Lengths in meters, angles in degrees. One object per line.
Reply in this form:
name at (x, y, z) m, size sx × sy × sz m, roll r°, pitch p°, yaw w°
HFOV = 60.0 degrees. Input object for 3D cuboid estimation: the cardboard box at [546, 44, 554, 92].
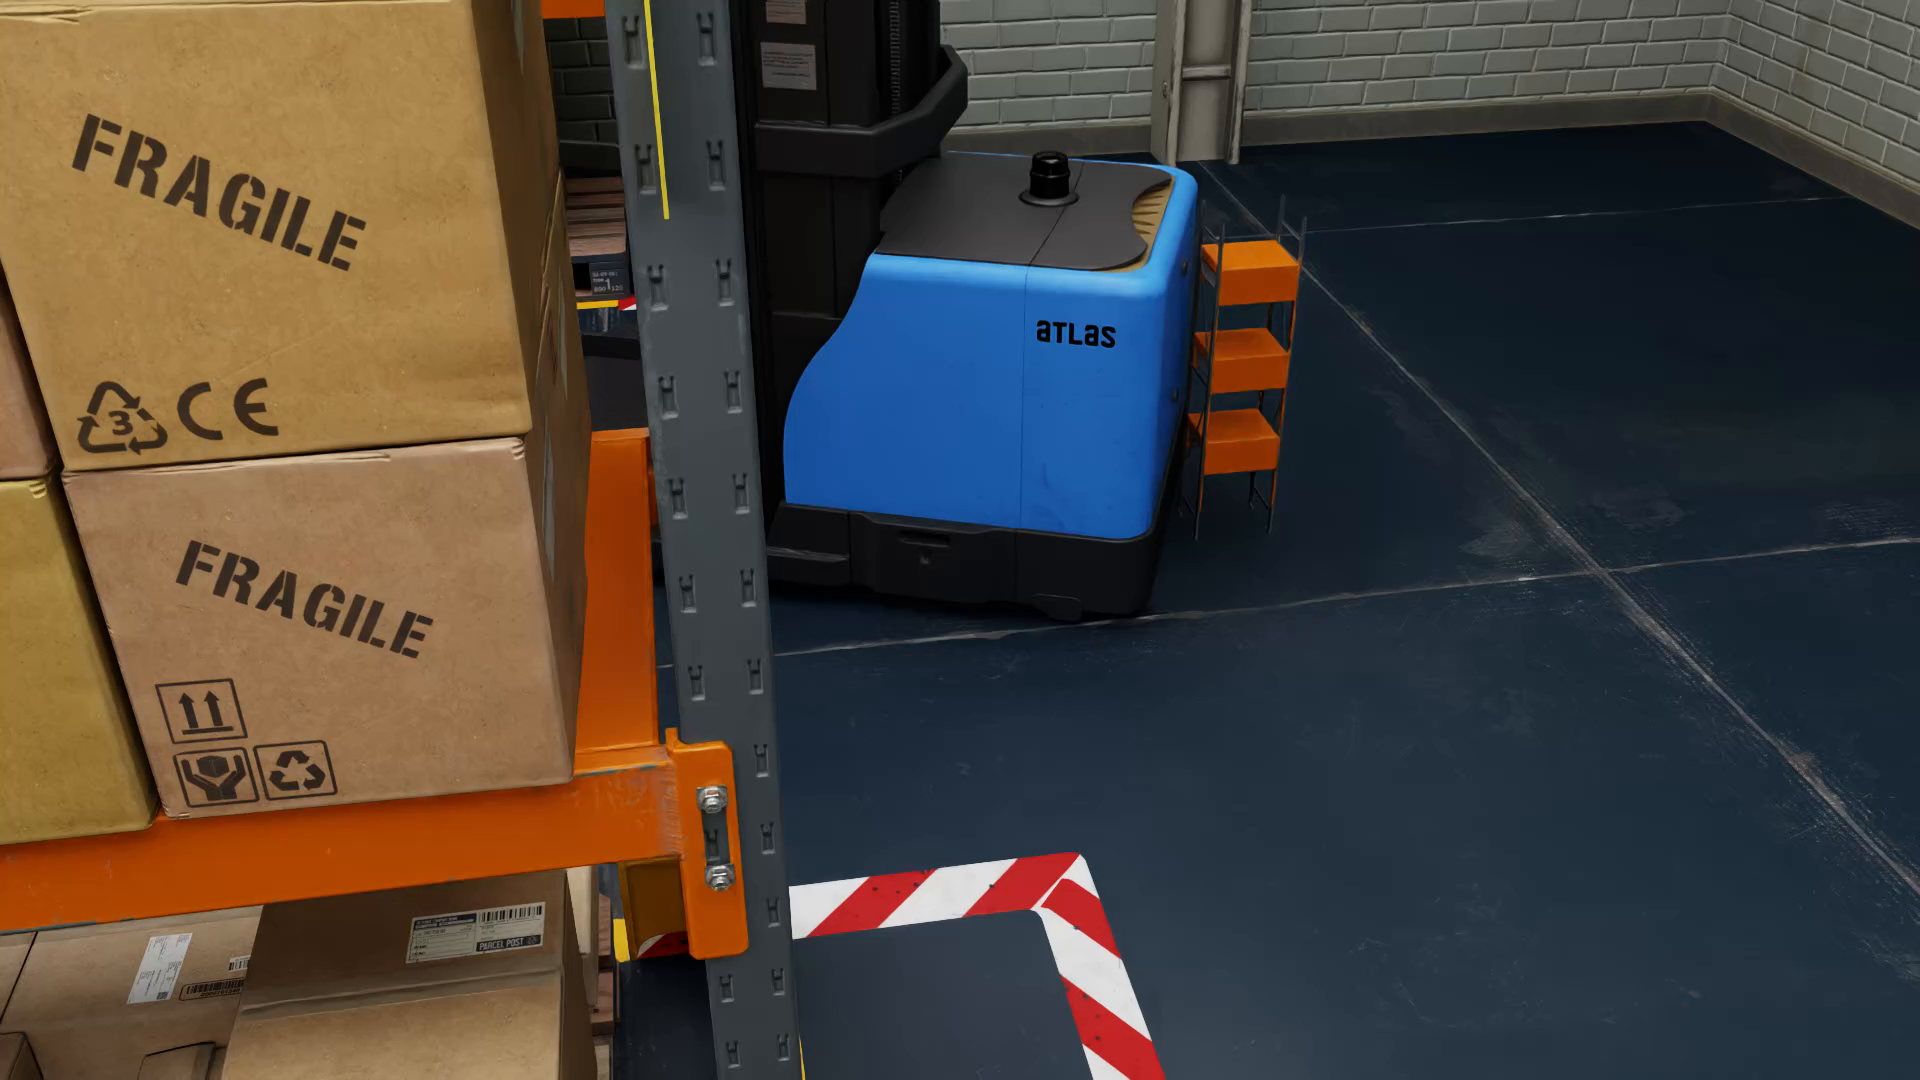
cardboard box at (-1.871, -1.987, 7.082) m, size 0.250 × 0.149 × 0.380 m, roll -5°, pitch 31°, yaw -9°

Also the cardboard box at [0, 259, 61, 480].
cardboard box at (-1.277, -0.387, 1.864) m, size 0.500 × 0.500 × 0.500 m, roll -4°, pitch 31°, yaw -8°

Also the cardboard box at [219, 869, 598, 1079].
cardboard box at (-0.882, 0.923, 2.753) m, size 0.500 × 0.500 × 0.500 m, roll -5°, pitch 31°, yaw -9°

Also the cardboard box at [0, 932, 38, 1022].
cardboard box at (-1.961, 0.858, 3.110) m, size 0.500 × 0.250 × 0.500 m, roll -5°, pitch 31°, yaw -9°

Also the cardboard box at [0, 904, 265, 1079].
cardboard box at (-1.469, 0.812, 3.188) m, size 0.500 × 0.250 × 0.500 m, roll -5°, pitch 31°, yaw -9°

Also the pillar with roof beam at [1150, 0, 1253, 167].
pillar with roof beam at (1.988, -3.724, 2.705) m, size 0.400 × 9.000 × 9.100 m, roll -5°, pitch 31°, yaw -9°

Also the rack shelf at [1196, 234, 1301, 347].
rack shelf at (0.848, -0.741, 4.932) m, size 0.240 × 0.259 × 0.215 m, roll -5°, pitch 32°, yaw -9°

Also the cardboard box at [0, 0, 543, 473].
cardboard box at (-0.780, -0.433, 1.943) m, size 0.500 × 0.500 × 0.500 m, roll -6°, pitch 31°, yaw -9°

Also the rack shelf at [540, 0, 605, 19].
rack shelf at (-3.255, -2.114, 6.595) m, size 4.000 × 0.370 × 1.077 m, roll -5°, pitch 31°, yaw -9°

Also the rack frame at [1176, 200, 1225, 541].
rack frame at (0.727, -0.496, 5.055) m, size 0.008 × 1.050 × 0.200 m, roll -5°, pitch 32°, yaw -9°

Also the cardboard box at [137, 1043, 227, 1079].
cardboard box at (-1.297, 1.059, 2.851) m, size 0.250 × 0.166 × 0.380 m, roll -5°, pitch 31°, yaw -9°

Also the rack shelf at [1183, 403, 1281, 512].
rack shelf at (0.847, -0.261, 5.223) m, size 0.240 × 0.259 × 0.215 m, roll -5°, pitch 32°, yaw -9°

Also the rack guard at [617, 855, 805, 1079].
rack guard at (-0.466, 0.947, 3.146) m, size 0.348 × 0.500 × 1.175 m, roll -5°, pitch 31°, yaw -9°

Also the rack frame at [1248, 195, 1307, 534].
rack frame at (0.967, -0.518, 5.092) m, size 0.008 × 1.050 × 0.200 m, roll -5°, pitch 32°, yaw -9°

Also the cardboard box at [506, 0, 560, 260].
cardboard box at (-0.876, -0.702, 2.400) m, size 0.500 × 0.500 × 0.500 m, roll -4°, pitch 31°, yaw -7°

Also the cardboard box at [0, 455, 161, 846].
cardboard box at (-1.293, 0.045, 2.115) m, size 0.500 × 0.500 × 0.500 m, roll -5°, pitch 31°, yaw -8°

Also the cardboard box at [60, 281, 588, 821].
cardboard box at (-0.783, -0.004, 2.198) m, size 0.500 × 0.500 × 0.500 m, roll -4°, pitch 31°, yaw -7°

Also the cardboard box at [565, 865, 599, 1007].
cardboard box at (-0.865, 0.769, 3.361) m, size 0.250 × 0.149 × 0.380 m, roll -5°, pitch 31°, yaw -9°

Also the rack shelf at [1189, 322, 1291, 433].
rack shelf at (0.847, -0.498, 5.079) m, size 0.240 × 0.259 × 0.215 m, roll -5°, pitch 32°, yaw -9°

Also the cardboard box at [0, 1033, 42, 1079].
cardboard box at (-1.822, 1.103, 2.694) m, size 0.500 × 0.250 × 0.500 m, roll -5°, pitch 31°, yaw -9°

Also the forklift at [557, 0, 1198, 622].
forklift at (-0.836, -1.406, 4.749) m, size 3.031 × 2.935 × 1.130 m, roll 6°, pitch 31°, yaw 11°

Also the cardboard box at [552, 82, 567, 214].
cardboard box at (-1.958, -1.596, 7.057) m, size 0.500 × 0.500 × 0.700 m, roll -5°, pitch 31°, yaw -9°

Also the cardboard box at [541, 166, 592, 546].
cardboard box at (-0.876, -0.271, 2.653) m, size 0.500 × 0.500 × 0.500 m, roll -5°, pitch 31°, yaw -8°

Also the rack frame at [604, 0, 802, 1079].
rack frame at (-0.392, -0.137, 2.524) m, size 0.127 × 3.000 × 1.000 m, roll -5°, pitch 31°, yaw -9°

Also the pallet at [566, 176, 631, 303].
pallet at (-2.060, -1.292, 7.240) m, size 1.213 × 0.211 × 1.003 m, roll -5°, pitch 31°, yaw -9°

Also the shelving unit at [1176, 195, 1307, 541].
shelving unit at (0.847, -0.507, 5.074) m, size 0.252 × 1.050 × 0.215 m, roll -5°, pitch 32°, yaw -9°

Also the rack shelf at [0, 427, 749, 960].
rack shelf at (-2.359, 0.356, 2.396) m, size 4.000 × 0.370 × 1.077 m, roll -5°, pitch 31°, yaw -9°

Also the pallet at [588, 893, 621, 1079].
pallet at (-1.250, 1.145, 3.094) m, size 1.213 × 0.211 × 1.003 m, roll -5°, pitch 31°, yaw -9°

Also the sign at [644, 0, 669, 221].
sign at (-0.311, -0.494, 1.677) m, size 0.005 × 0.325 × 0.100 m, roll -5°, pitch 31°, yaw -9°
